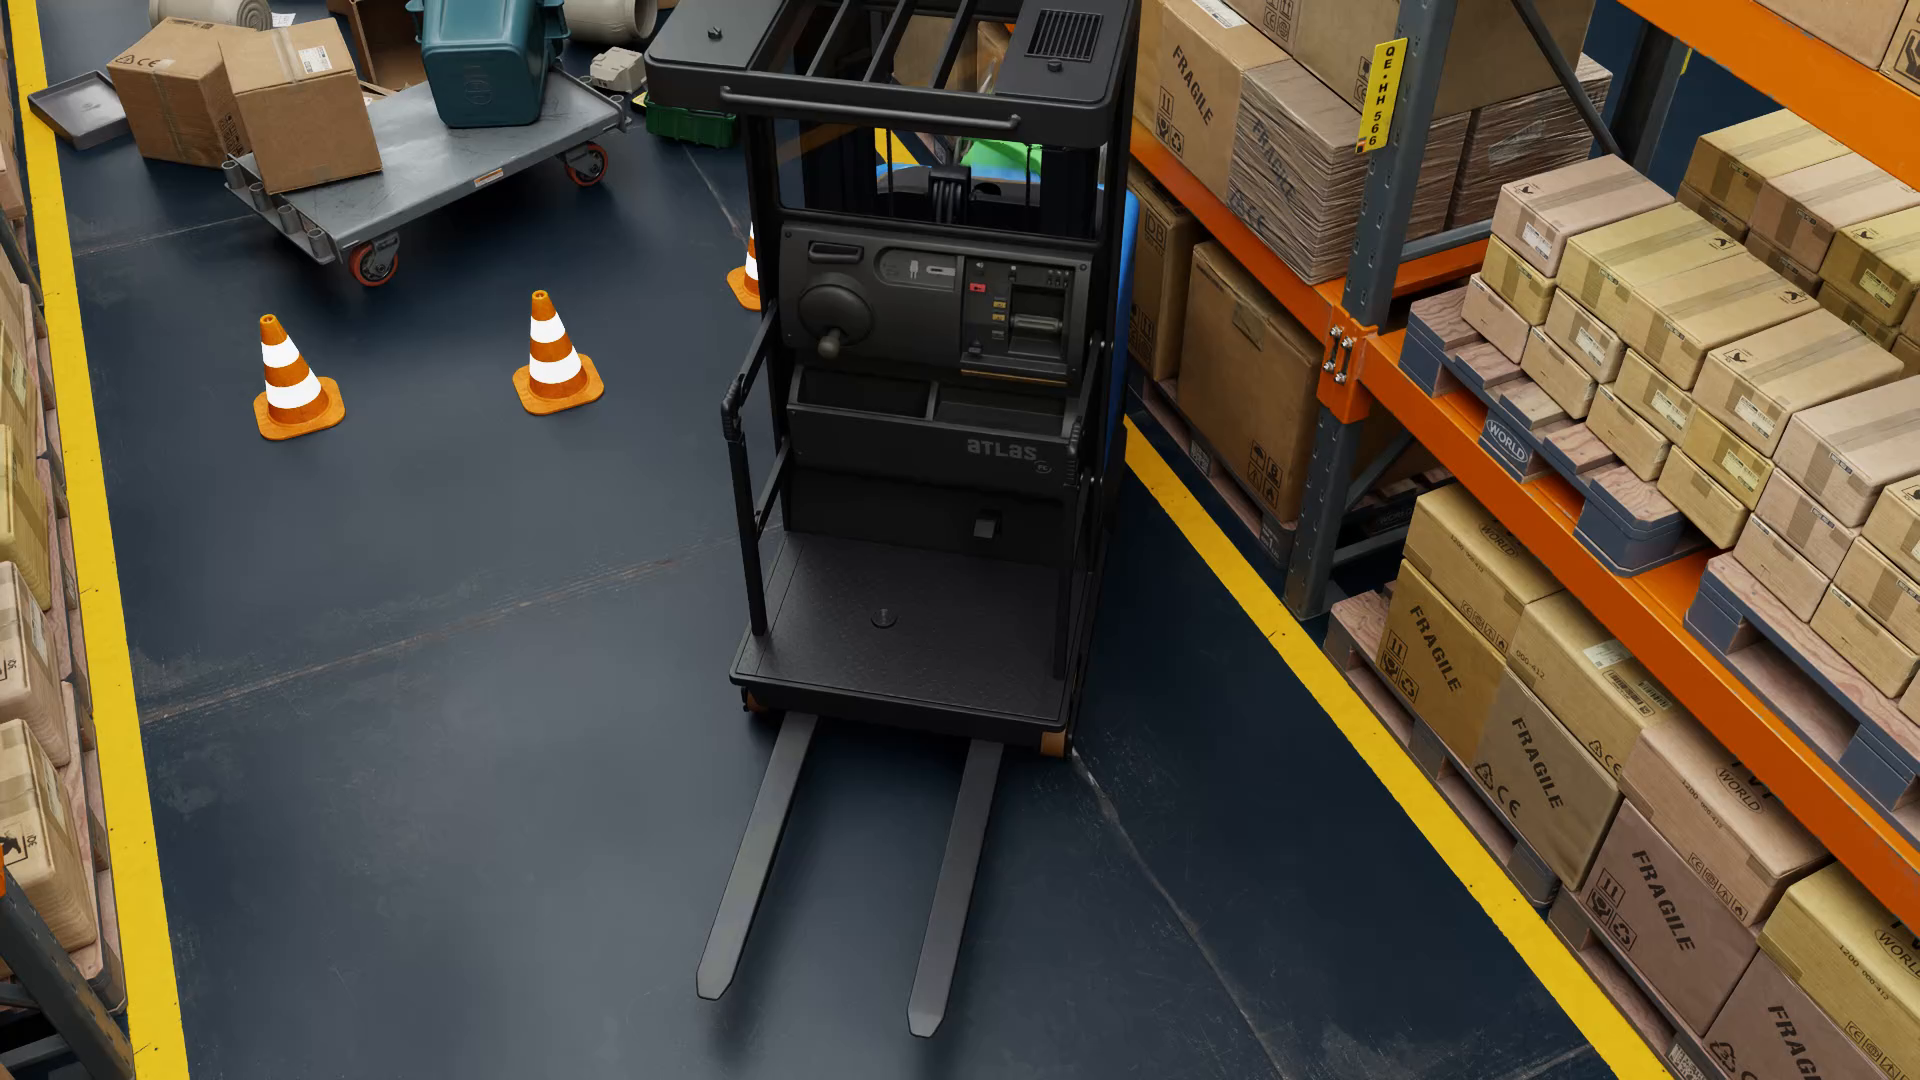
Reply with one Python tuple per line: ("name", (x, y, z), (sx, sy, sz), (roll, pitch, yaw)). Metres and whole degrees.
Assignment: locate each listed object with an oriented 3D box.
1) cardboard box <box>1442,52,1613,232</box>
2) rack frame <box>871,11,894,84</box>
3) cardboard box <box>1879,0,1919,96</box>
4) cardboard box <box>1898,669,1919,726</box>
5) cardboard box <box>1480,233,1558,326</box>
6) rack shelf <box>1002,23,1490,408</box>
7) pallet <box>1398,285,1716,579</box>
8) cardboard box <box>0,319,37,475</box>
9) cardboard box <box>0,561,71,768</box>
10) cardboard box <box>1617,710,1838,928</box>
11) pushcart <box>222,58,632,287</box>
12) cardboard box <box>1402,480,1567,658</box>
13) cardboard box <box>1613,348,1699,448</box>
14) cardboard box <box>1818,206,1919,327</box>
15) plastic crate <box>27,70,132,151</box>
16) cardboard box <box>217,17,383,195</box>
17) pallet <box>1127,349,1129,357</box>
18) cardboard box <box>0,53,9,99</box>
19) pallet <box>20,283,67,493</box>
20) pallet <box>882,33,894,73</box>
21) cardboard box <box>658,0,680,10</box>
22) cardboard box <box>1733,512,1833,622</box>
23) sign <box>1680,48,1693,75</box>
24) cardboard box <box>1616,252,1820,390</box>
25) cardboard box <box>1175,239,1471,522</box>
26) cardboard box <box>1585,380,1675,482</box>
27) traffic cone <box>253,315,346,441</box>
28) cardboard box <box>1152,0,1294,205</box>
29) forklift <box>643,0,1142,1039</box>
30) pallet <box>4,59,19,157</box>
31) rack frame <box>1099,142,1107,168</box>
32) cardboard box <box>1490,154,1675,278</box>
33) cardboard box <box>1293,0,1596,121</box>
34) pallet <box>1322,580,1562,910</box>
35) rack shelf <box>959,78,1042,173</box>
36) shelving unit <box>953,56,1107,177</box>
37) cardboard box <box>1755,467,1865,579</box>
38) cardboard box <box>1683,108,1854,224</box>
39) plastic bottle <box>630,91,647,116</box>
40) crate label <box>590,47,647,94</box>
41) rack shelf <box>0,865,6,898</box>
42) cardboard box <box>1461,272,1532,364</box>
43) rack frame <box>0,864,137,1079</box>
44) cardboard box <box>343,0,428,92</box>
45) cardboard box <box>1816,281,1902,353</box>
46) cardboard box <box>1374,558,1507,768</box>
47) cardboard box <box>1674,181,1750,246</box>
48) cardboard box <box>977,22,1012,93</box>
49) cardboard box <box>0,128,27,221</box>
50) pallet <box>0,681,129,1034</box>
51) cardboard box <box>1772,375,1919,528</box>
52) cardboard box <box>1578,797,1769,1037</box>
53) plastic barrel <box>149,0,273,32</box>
("cardboard box", (1.699, -1.356, 5.417), (0.500, 0.500, 0.500), (-18, 47, -17))
("rack frame", (-0.039, -3.504, 7.665), (1.000, 3.000, 0.127), (-18, 47, -17))
("cardboard box", (2.074, -0.982, 2.902), (0.500, 0.500, 0.500), (-18, 47, -17))
("cardboard box", (2.316, 0.341, 3.649), (0.380, 0.149, 0.250), (-19, 48, -19))
("cardboard box", (1.664, -0.753, 4.546), (0.380, 0.149, 0.250), (-16, 47, -16))
("rack shelf", (0.802, -1.973, 6.626), (1.077, 0.370, 4.000), (-18, 47, -17))
("pallet", (2.040, -0.464, 4.721), (1.213, 0.211, 1.003), (-18, 47, -17))
("cardboard box", (-3.959, -0.401, 6.092), (0.950, 0.372, 0.625), (-15, 47, -15))
("cardboard box", (-3.351, 0.527, 5.152), (0.950, 0.372, 0.625), (-19, 48, -18))
("cardboard box", (2.123, 0.672, 4.380), (0.500, 0.250, 0.500), (-18, 47, -17))
("pushcart", (-2.440, -1.749, 7.754), (1.648, 0.377, 0.936), (-35, 54, -30))
("cardboard box", (1.714, 0.030, 5.031), (0.500, 0.250, 0.500), (-20, 48, -19))
("cardboard box", (1.895, -0.412, 4.200), (0.380, 0.149, 0.250), (-19, 48, -19))
("cardboard box", (2.479, -0.722, 4.302), (0.380, 0.149, 0.250), (-17, 47, -16))
("plastic crate", (-4.403, -2.181, 8.403), (0.402, 0.080, 0.583), (-35, 54, -30))
("cardboard box", (-2.885, -1.902, 7.282), (0.500, 0.500, 0.500), (-18, 47, -17))
("pallet", (0.871, -1.263, 7.380), (1.003, 0.211, 1.213), (-18, 47, -17))
("cardboard box", (-4.951, -2.278, 8.082), (0.500, 0.250, 0.500), (-19, 48, -18))
("pallet", (-4.159, -0.489, 6.595), (1.003, 0.211, 1.213), (-18, 47, -17))
("pallet", (-0.287, -3.019, 9.159), (1.003, 0.211, 1.213), (-18, 47, -17))
("cardboard box", (-1.622, -3.301, 9.238), (0.500, 0.500, 0.500), (-11, 46, -11))
("cardboard box", (2.104, 0.013, 3.981), (0.380, 0.149, 0.250), (-17, 47, -16))
("sign", (2.132, -1.505, 4.871), (0.100, 0.325, 0.005), (-18, 47, -17))
("cardboard box", (1.876, -0.547, 4.125), (0.380, 0.149, 0.250), (-18, 47, -18))
("cardboard box", (1.469, -0.718, 6.145), (1.050, 0.750, 0.750), (-19, 48, -18))
("cardboard box", (1.875, -0.327, 4.326), (0.380, 0.149, 0.250), (-16, 47, -15))
("traffic cone", (-2.696, -0.698, 6.627), (0.336, 0.463, 0.334), (-18, 47, -17))
("cardboard box", (1.002, -1.516, 5.580), (0.500, 0.500, 0.500), (-18, 47, -17))
("forklift", (-0.119, -0.610, 4.781), (1.130, 2.935, 3.031), (8, 45, 8))
("pallet", (-5.319, -2.181, 8.310), (1.003, 0.211, 1.213), (-18, 47, -17))
("rack frame", (0.439, -1.201, 6.579), (0.015, 1.200, 0.240), (28, 64, 8))
("cardboard box", (1.664, -0.872, 4.454), (0.380, 0.149, 0.250), (-18, 47, -17))
("cardboard box", (1.464, -1.635, 4.988), (0.700, 0.500, 0.500), (-18, 47, -18))
("pallet", (1.971, 0.536, 5.556), (1.003, 0.211, 1.213), (-18, 47, -17))
("rack shelf", (0.270, -1.503, 6.243), (0.480, 0.148, 0.258), (28, 64, 8))
("shelving unit", (0.227, -1.316, 6.612), (0.503, 1.200, 0.258), (28, 64, 8))
("cardboard box", (2.106, -0.092, 3.876), (0.380, 0.149, 0.250), (-18, 47, -17))
("cardboard box", (2.265, -1.049, 4.634), (0.380, 0.149, 0.250), (-20, 48, -19))
("plastic bottle", (-1.524, -2.188, 8.424), (0.283, 0.061, 0.133), (26, 50, 24))
("crate label", (-1.773, -2.437, 8.623), (0.250, 0.136, 0.298), (18, 47, 18))
("rack shelf", (-1.964, 2.102, 2.496), (1.077, 0.370, 4.000), (-18, 47, -17))
("cardboard box", (1.648, -0.670, 4.673), (0.380, 0.149, 0.250), (-19, 48, -18))
("rack frame", (-2.805, 0.572, 3.535), (1.000, 3.000, 0.127), (-18, 47, -17))
("cardboard box", (-2.733, -2.721, 8.553), (0.797, 0.637, 0.503), (-18, 47, -17))
("cardboard box", (2.491, -0.604, 4.394), (0.380, 0.149, 0.250), (-17, 47, -16))
("cardboard box", (1.709, 0.312, 5.279), (0.500, 0.500, 0.500), (-20, 48, -19))
("cardboard box", (2.264, -0.940, 4.735), (0.380, 0.149, 0.250), (-17, 47, -17))
("cardboard box", (0.706, -1.867, 7.310), (1.050, 0.750, 0.750), (-18, 47, -17))
("cardboard box", (-4.490, -1.604, 7.398), (0.500, 0.250, 0.500), (-20, 48, -19))
("pallet", (-3.133, 1.066, 5.019), (1.003, 0.211, 1.213), (-18, 47, -17))
("cardboard box", (2.103, -0.206, 3.779), (0.380, 0.149, 0.250), (-16, 47, -16))
("cardboard box", (2.144, 0.957, 4.625), (0.500, 0.500, 0.500), (-19, 48, -18))
("plastic barrel", (-3.927, -2.740, 8.726), (0.512, 0.421, 0.421), (11, 46, 11))
